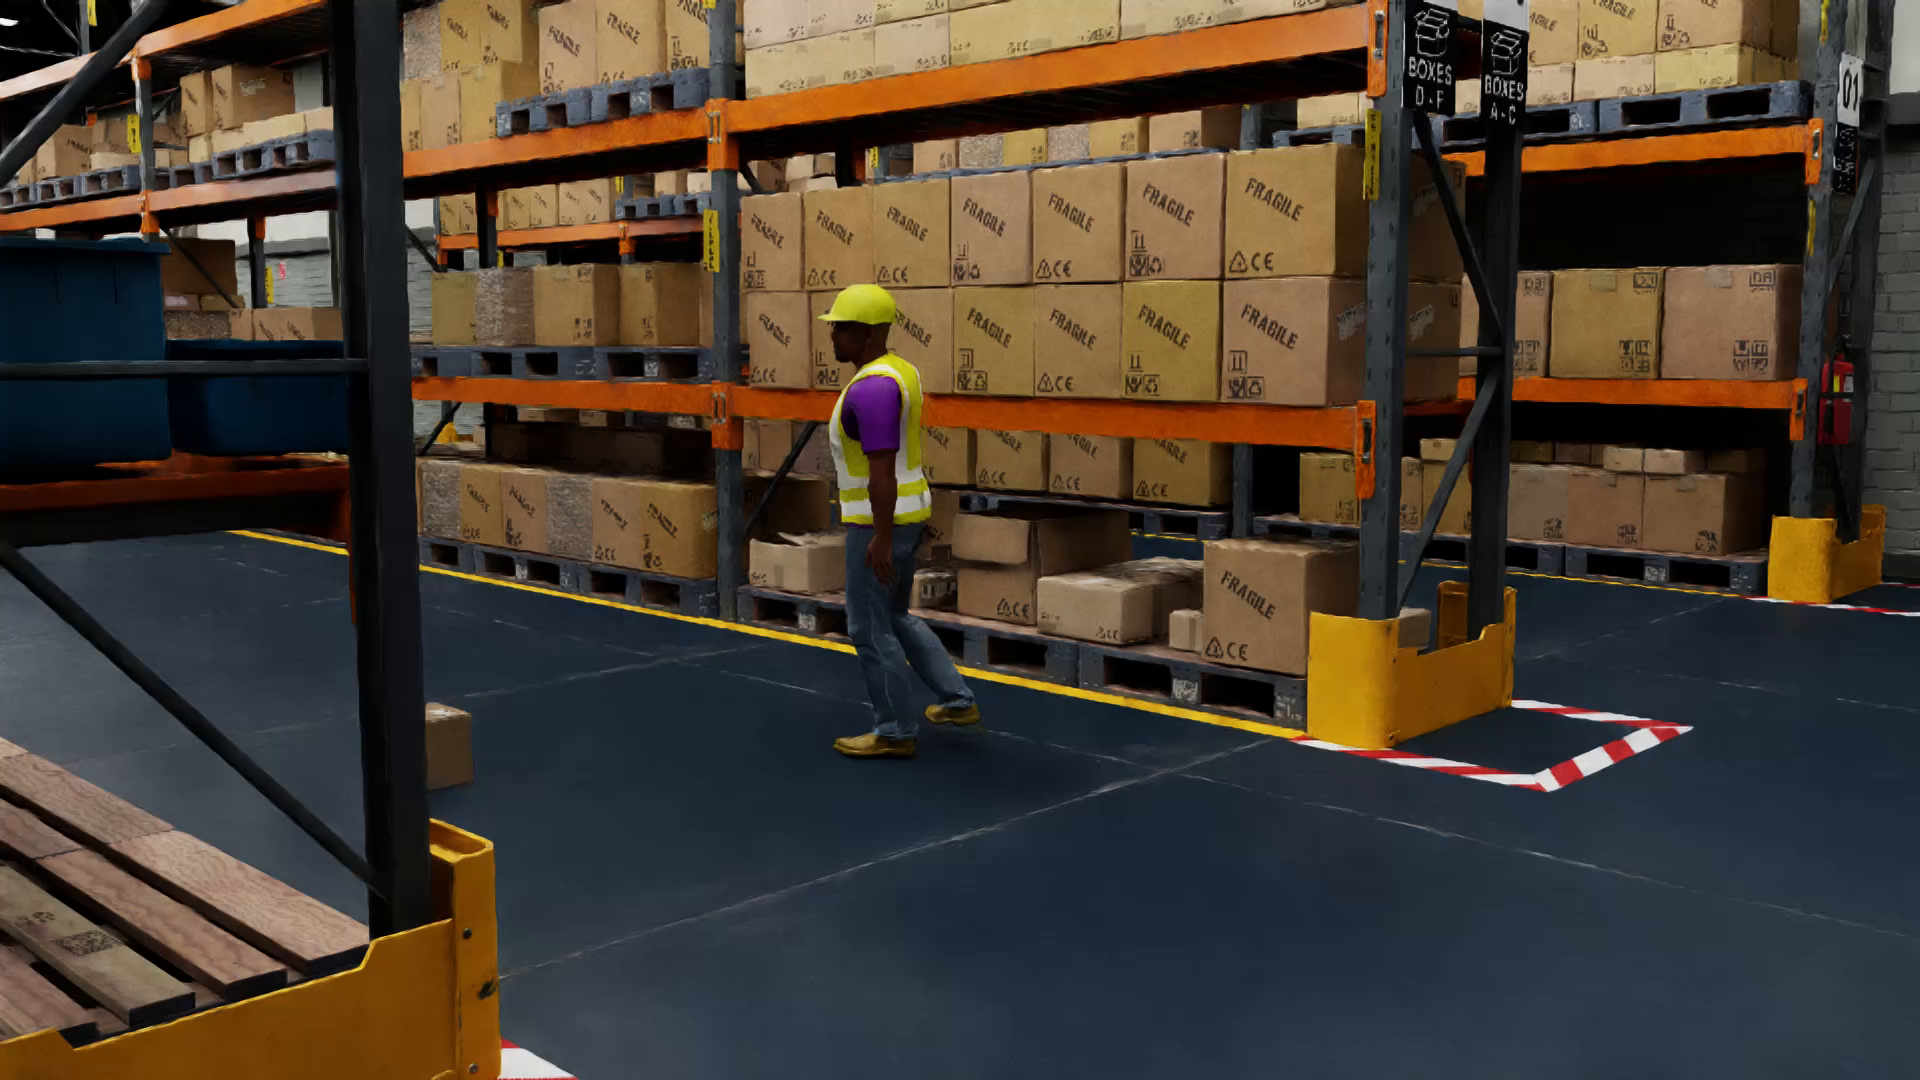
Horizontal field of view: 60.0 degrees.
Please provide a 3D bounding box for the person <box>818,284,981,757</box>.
[{"bbox_3d":[-0.220,-0.062,6.183,0.570,1.751,0.613,1,7,10],"label":"person"}]
